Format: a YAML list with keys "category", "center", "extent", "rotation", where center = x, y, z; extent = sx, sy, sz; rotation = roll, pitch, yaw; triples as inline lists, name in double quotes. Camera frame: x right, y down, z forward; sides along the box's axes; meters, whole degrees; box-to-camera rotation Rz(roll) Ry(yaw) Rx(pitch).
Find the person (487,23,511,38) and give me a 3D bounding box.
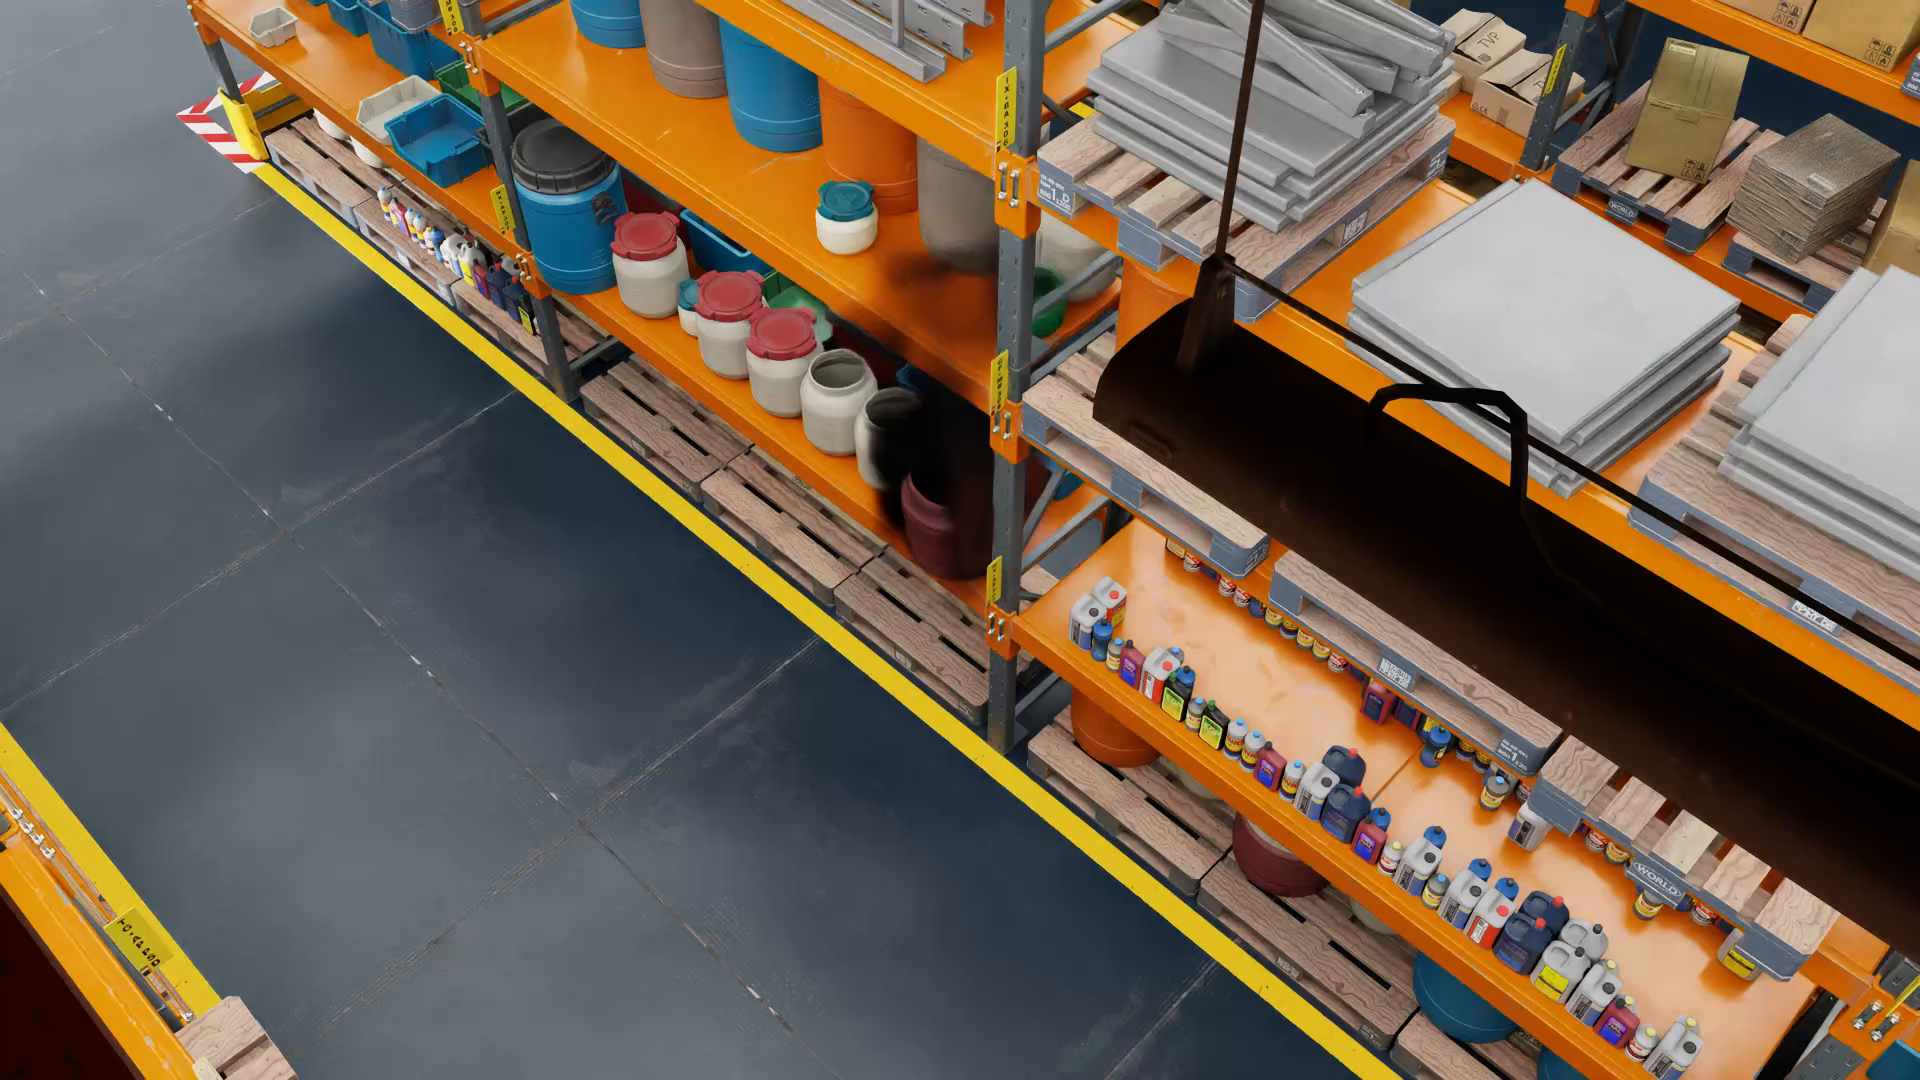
- category: "person"
  center: [-3.934, -4.599, 13.126]
  extent: [0.582, 1.728, 0.707]
  rotation: [26, 55, 20]
